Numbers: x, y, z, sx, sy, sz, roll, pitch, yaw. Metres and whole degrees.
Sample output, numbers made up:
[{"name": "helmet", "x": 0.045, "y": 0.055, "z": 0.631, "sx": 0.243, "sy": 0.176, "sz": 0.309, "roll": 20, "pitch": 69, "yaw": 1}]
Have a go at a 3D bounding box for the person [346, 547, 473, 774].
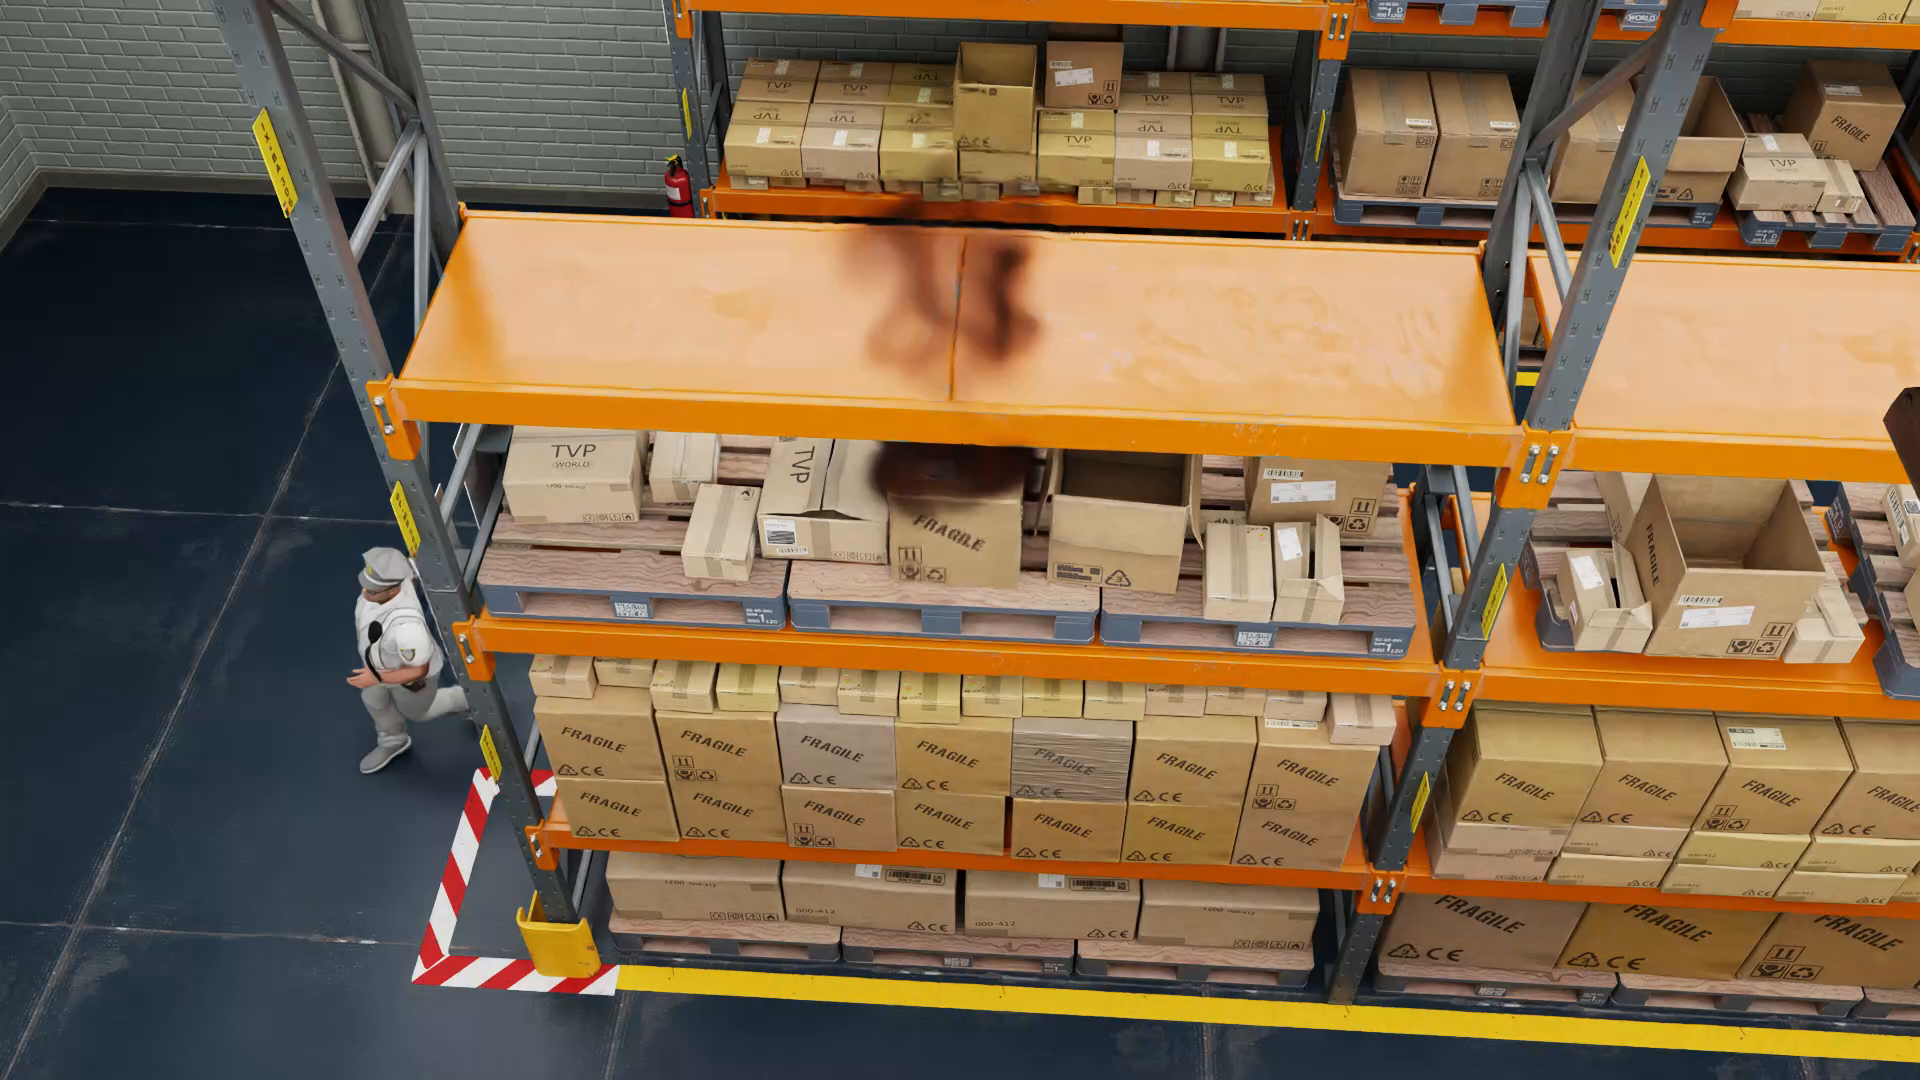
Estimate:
[{"name": "person", "x": -2.998, "y": 0.663, "z": 8.967, "sx": 0.861, "sy": 1.772, "sz": 0.699, "roll": -25, "pitch": 52, "yaw": -21}]
